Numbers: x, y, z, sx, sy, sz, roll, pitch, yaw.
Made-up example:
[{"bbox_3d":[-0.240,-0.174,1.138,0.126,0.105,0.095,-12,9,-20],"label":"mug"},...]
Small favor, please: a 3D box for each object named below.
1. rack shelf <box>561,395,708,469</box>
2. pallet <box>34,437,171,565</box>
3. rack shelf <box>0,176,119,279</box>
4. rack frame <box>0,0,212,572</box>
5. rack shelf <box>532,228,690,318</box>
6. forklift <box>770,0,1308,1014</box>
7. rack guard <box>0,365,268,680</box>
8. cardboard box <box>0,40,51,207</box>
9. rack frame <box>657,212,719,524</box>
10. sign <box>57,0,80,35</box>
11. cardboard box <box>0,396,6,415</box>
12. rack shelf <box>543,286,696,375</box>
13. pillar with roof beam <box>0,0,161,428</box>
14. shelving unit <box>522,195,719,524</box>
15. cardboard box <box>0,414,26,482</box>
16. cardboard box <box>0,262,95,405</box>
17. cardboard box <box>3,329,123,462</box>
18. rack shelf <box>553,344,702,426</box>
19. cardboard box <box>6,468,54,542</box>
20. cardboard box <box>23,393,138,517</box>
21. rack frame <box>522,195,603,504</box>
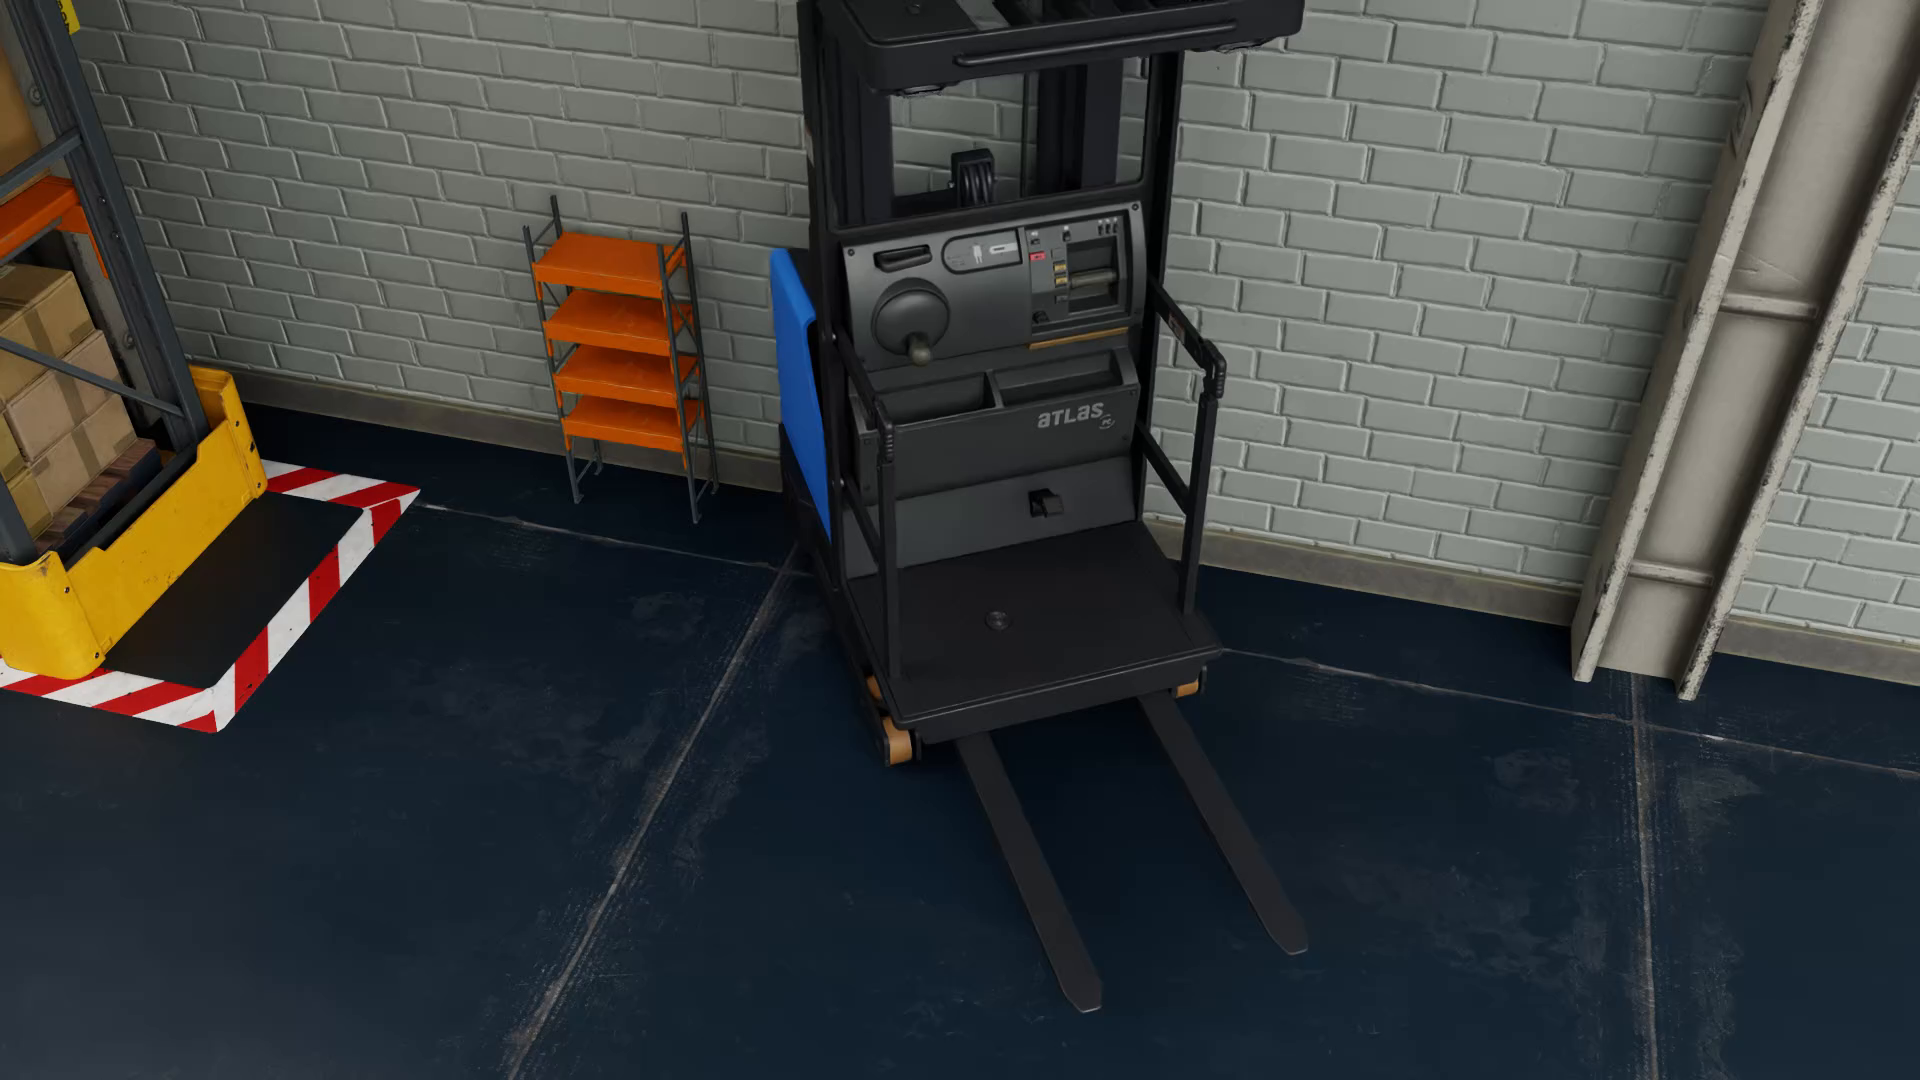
[{"bbox_3d":[-1.214,-0.432,6.245,0.480,0.148,0.258,9,41,11],"label":"rack shelf"},{"bbox_3d":[-3.781,-0.090,6.193,1.213,0.211,1.003,10,41,11],"label":"pallet"},{"bbox_3d":[-4.964,-1.113,5.803,4.000,0.370,1.077,10,41,11],"label":"rack shelf"},{"bbox_3d":[-3.032,-1.056,5.175,0.127,3.000,1.000,10,41,11],"label":"rack frame"},{"bbox_3d":[-1.214,-0.936,5.821,0.480,0.148,0.258,9,41,11],"label":"rack shelf"},{"bbox_3d":[0.180,-0.689,4.792,1.130,2.935,3.031,-12,41,-13],"label":"forklift"},{"bbox_3d":[-3.008,-0.095,5.975,0.348,0.500,1.175,10,41,11],"label":"rack guard"},{"bbox_3d":[-3.438,-1.350,5.447,0.500,0.500,0.500,11,41,13],"label":"cardboard box"},{"bbox_3d":[-0.977,-0.597,6.028,0.015,1.200,0.240,9,41,11],"label":"rack frame"},{"bbox_3d":[-2.882,-1.762,5.281,0.005,0.325,0.100,10,41,11],"label":"sign"},{"bbox_3d":[-3.557,-0.430,5.464,0.500,0.250,0.500,11,41,13],"label":"cardboard box"},{"bbox_3d":[-1.214,-0.755,5.973,0.480,0.148,0.258,9,41,11],"label":"rack shelf"},{"bbox_3d":[-4.584,-1.355,0.866,0.400,9.000,9.100,10,41,11],"label":"pillar with roof beam"},{"bbox_3d":[-1.214,-0.636,6.074,0.503,1.200,0.258,9,41,11],"label":"shelving unit"},{"bbox_3d":[-3.583,-0.242,5.629,0.500,0.250,0.500,9,41,11],"label":"cardboard box"},{"bbox_3d":[-3.447,-0.745,5.838,0.500,0.250,0.500,9,41,11],"label":"cardboard box"},{"bbox_3d":[-3.432,-0.563,6.011,0.500,0.250,0.500,10,41,12],"label":"cardboard box"},{"bbox_3d":[-1.214,-0.584,6.117,0.480,0.148,0.258,9,41,11],"label":"rack shelf"},{"bbox_3d":[-3.567,-0.046,5.784,0.500,0.250,0.500,10,41,12],"label":"cardboard box"},{"bbox_3d":[-3.455,-0.367,6.167,0.500,0.250,0.500,10,41,12],"label":"cardboard box"},{"bbox_3d":[-1.450,-0.674,6.120,0.015,1.200,0.240,9,41,11],"label":"rack frame"}]
